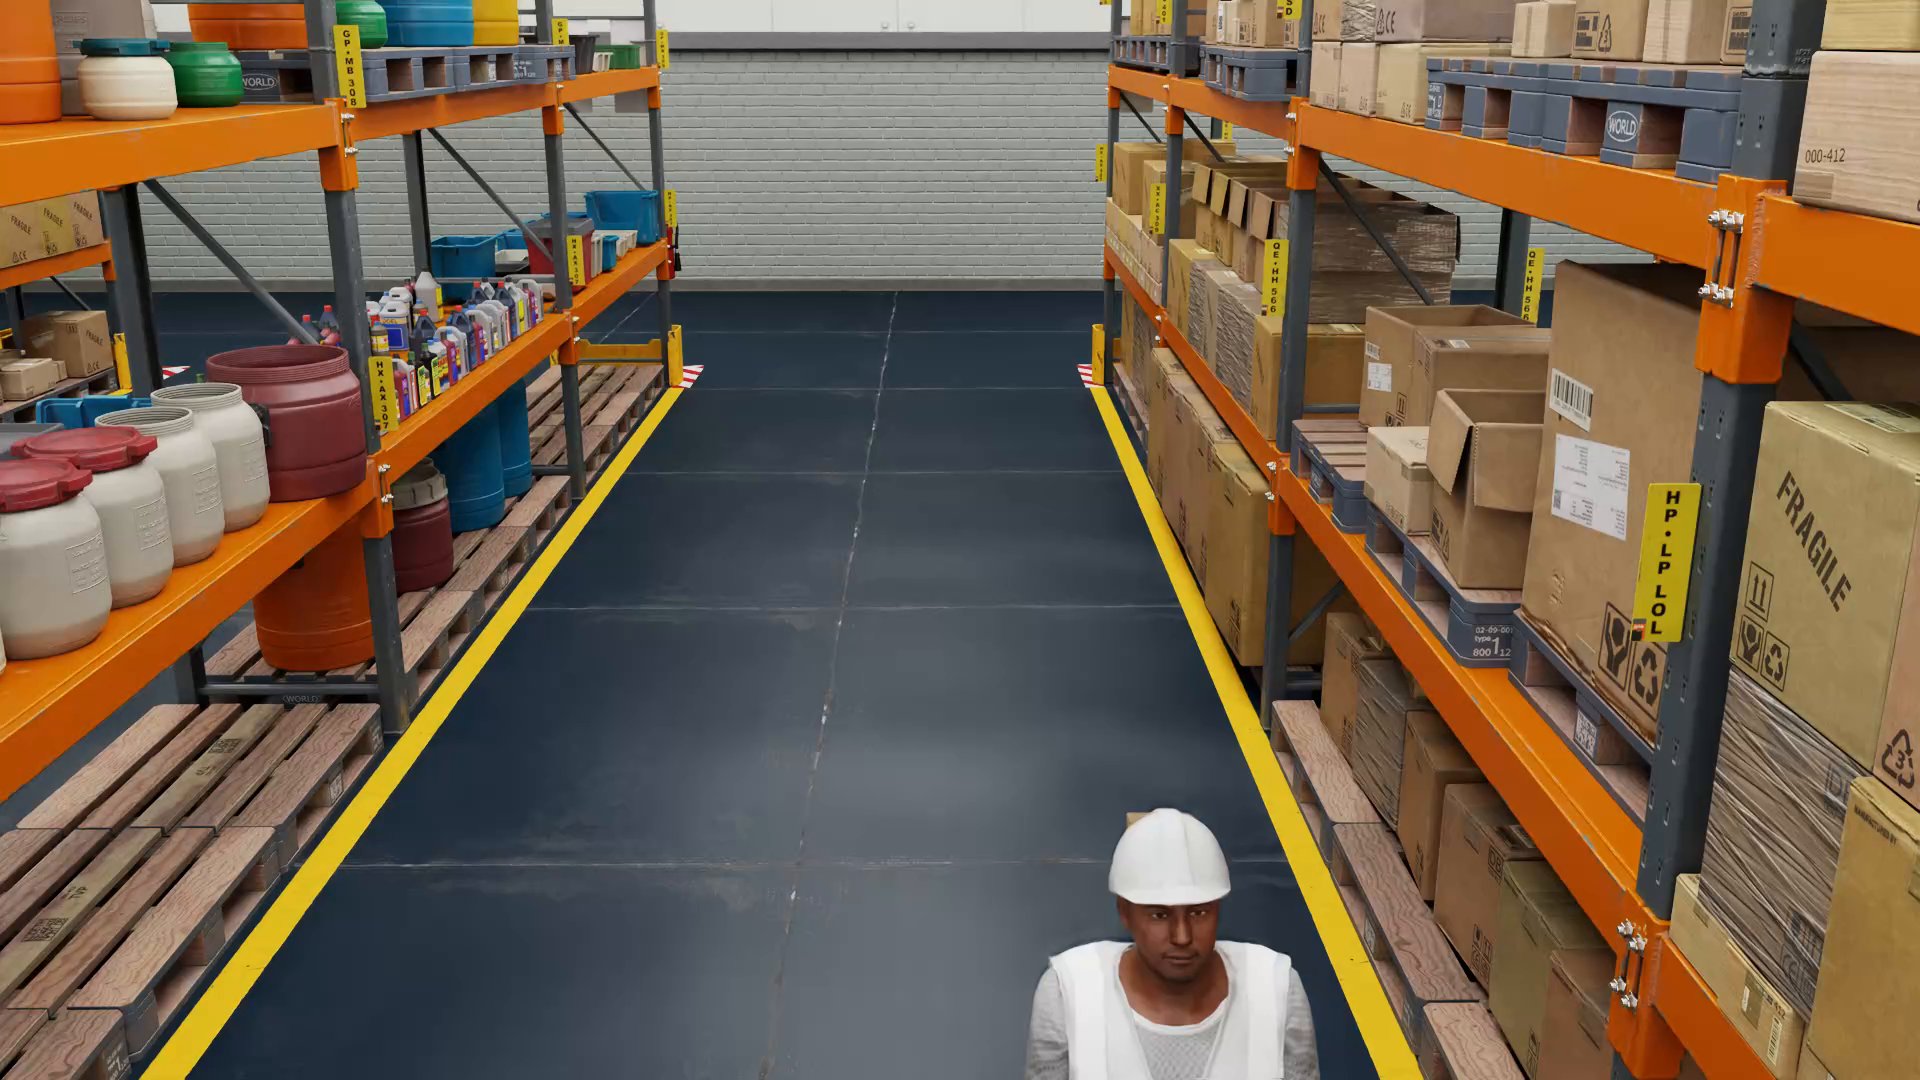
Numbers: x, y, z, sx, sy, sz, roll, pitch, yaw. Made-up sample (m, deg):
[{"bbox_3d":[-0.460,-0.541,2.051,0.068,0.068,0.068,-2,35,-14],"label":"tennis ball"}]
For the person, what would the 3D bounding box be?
[{"bbox_3d":[0.392,1.320,3.129,0.551,1.769,0.731,0,17,0],"label":"person"}]
